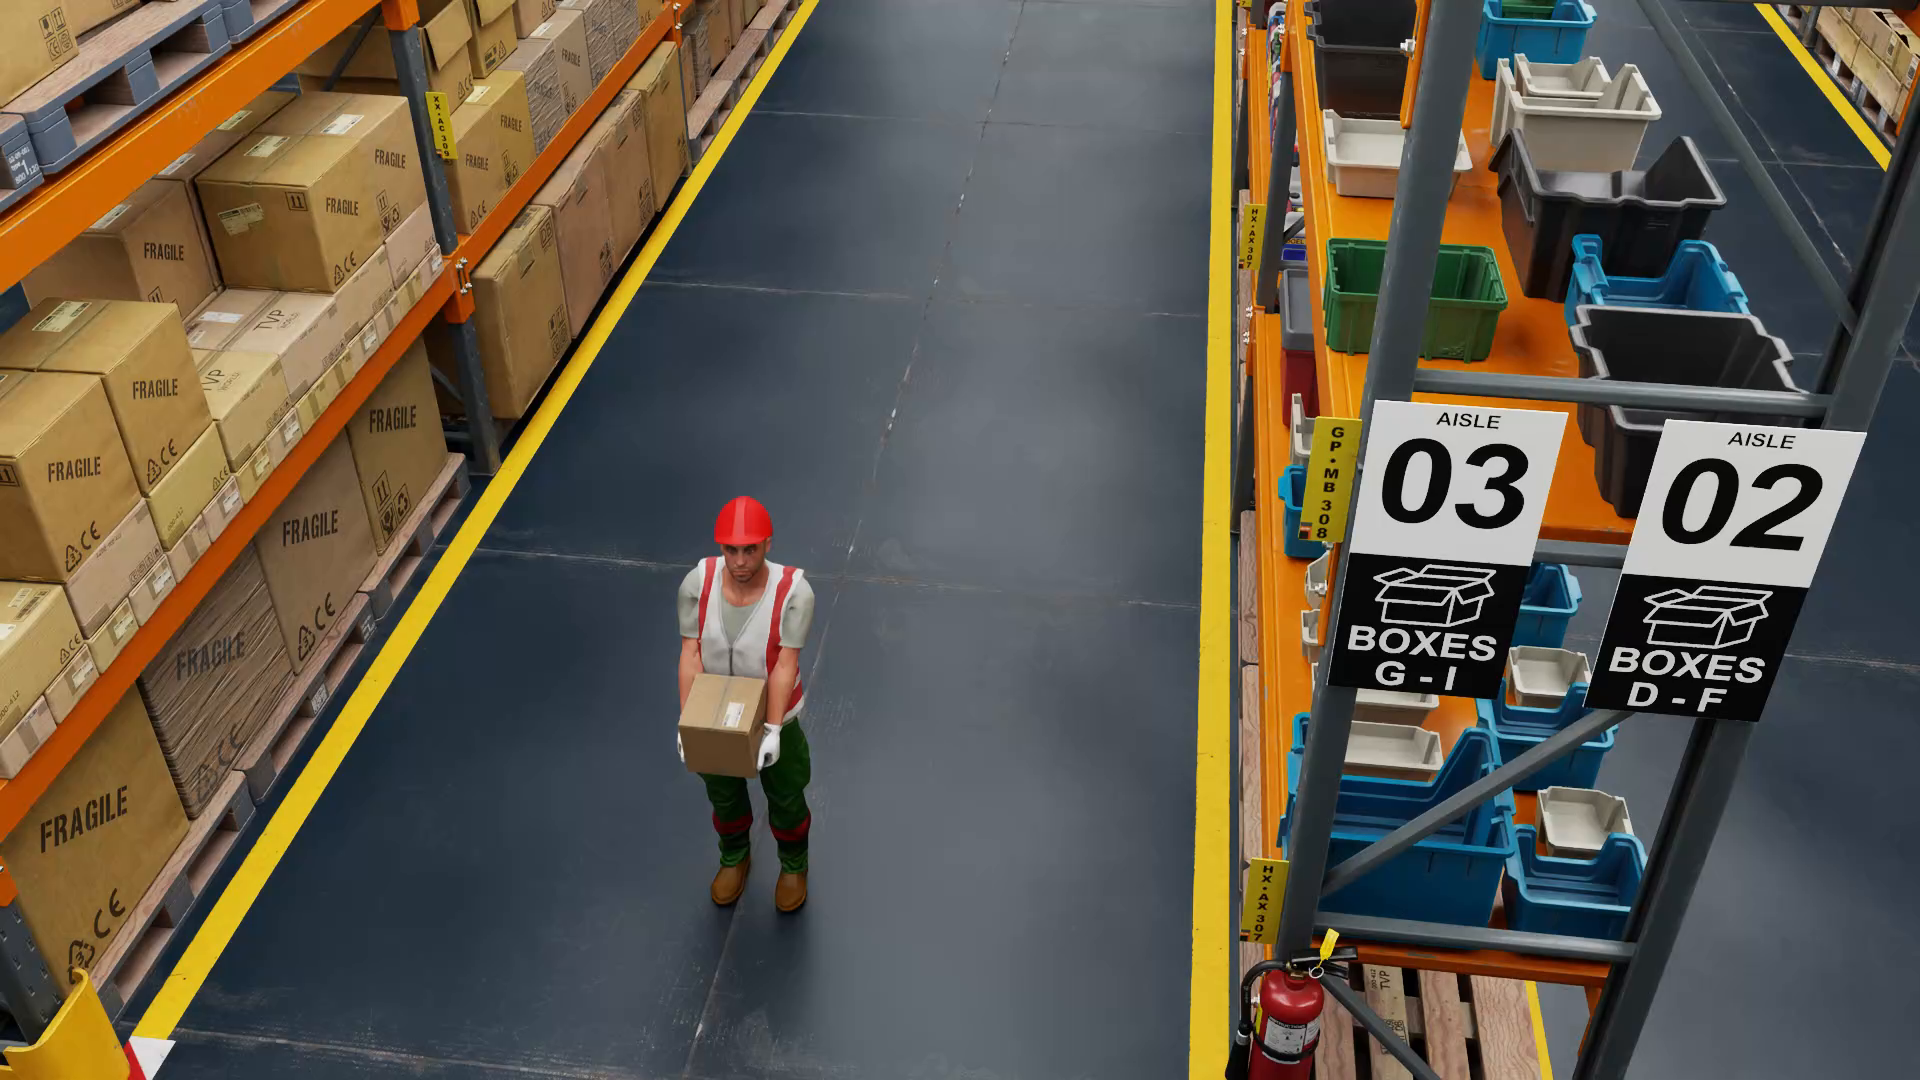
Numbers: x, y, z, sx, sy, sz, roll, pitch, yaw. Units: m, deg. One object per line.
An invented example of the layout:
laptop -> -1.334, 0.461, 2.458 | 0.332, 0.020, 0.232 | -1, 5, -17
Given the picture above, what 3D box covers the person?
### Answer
person -> -0.780, 0.685, 6.077 | 0.494, 1.782, 0.560 | 5, 36, 7
